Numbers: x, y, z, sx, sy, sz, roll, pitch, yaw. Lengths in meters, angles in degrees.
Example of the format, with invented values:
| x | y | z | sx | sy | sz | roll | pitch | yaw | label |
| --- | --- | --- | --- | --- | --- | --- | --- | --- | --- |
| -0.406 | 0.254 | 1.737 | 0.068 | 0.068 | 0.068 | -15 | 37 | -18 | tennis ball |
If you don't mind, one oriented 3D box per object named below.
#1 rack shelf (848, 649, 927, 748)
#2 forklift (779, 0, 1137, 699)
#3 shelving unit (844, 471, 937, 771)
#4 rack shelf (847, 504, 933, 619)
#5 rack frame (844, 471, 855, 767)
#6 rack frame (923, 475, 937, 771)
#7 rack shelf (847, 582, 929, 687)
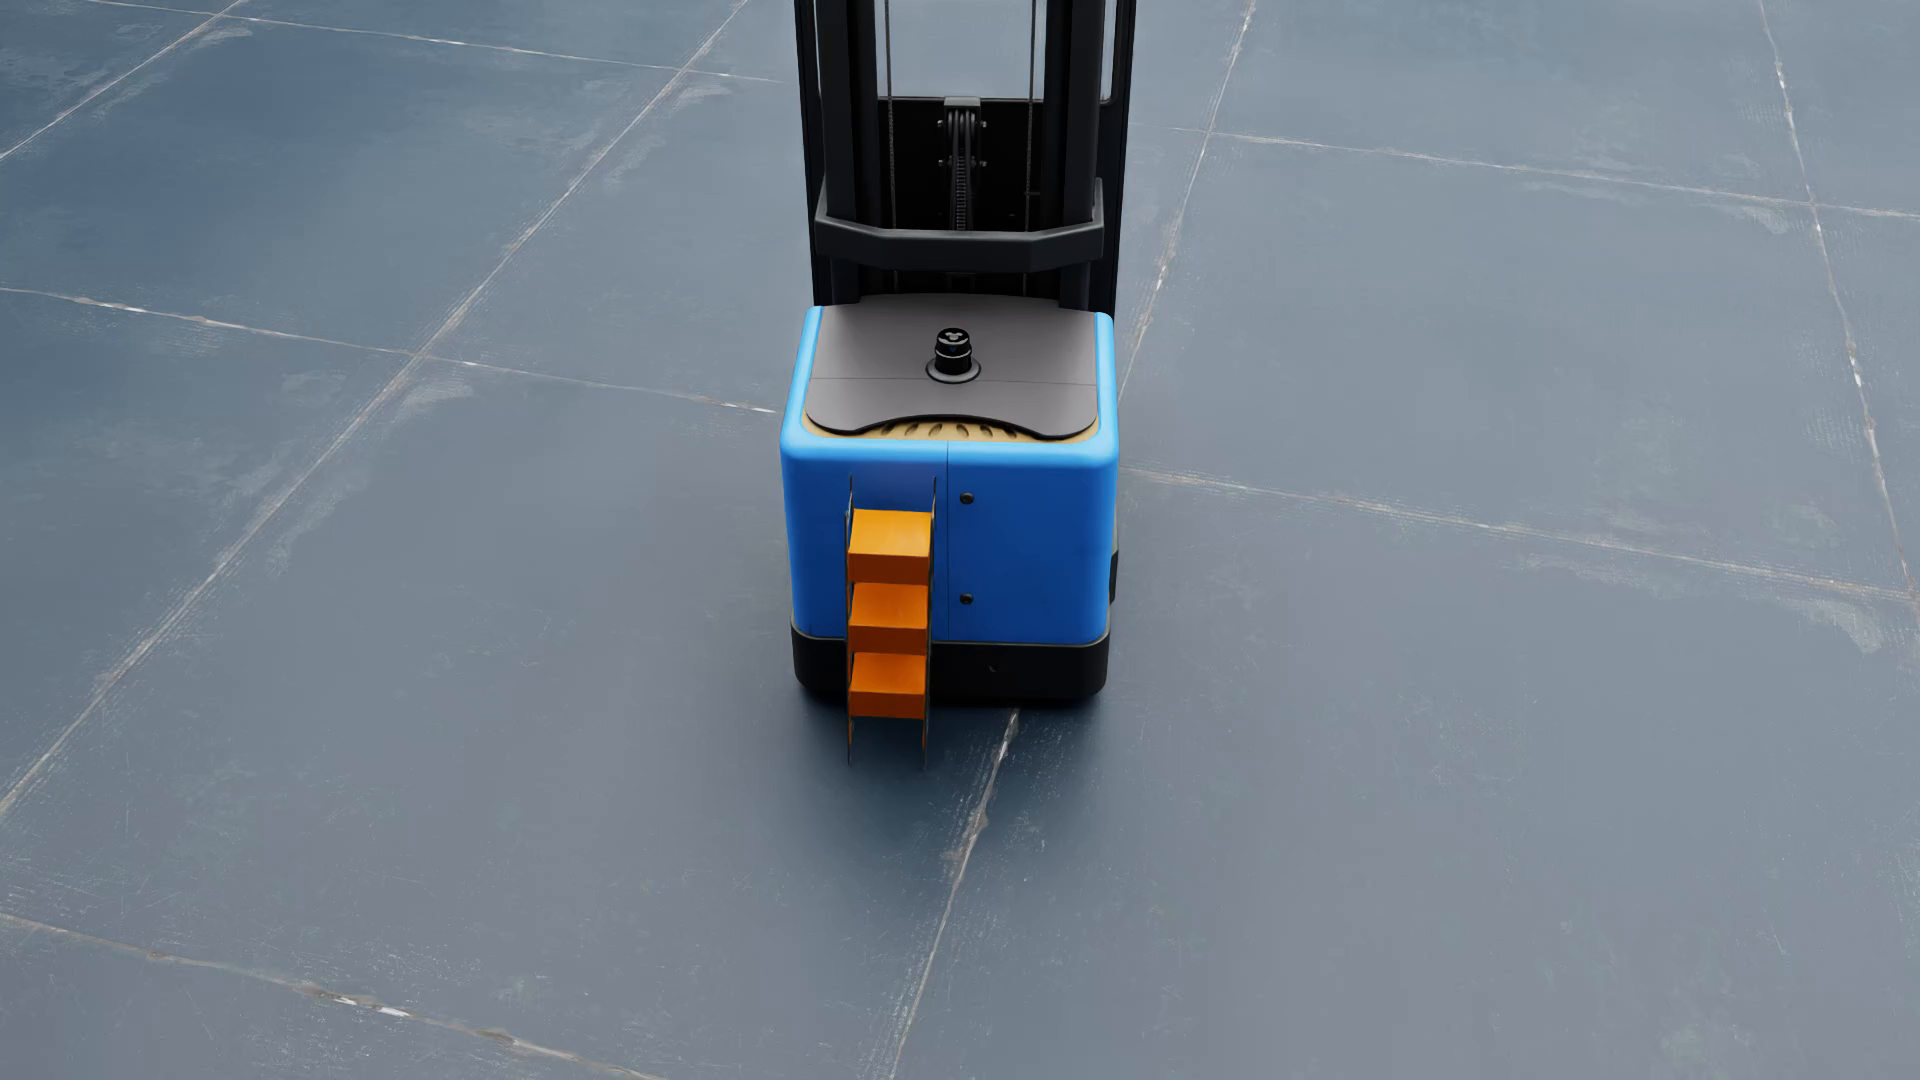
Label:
| x | y | z | sx | sy | sz | roll | pitch | yaw | label |
| --- | --- | --- | --- | --- | --- | --- | --- | --- | --- |
| -0.226 | 0.493 | 5.289 | 0.240 | 0.259 | 0.215 | 3 | 40 | 0 | rack shelf |
| 0.027 | -1.524 | 5.785 | 1.130 | 2.935 | 3.031 | 2 | 40 | 2 | forklift |
| -0.216 | 0.272 | 5.103 | 0.252 | 1.050 | 0.215 | 3 | 40 | 0 | shelving unit |
| -0.206 | 0.063 | 4.927 | 0.240 | 0.259 | 0.215 | 3 | 40 | 0 | rack shelf |
| -0.338 | 0.266 | 5.104 | 0.008 | 1.050 | 0.200 | 3 | 40 | 0 | rack frame |
| -0.094 | 0.278 | 5.103 | 0.008 | 1.050 | 0.200 | 3 | 40 | 0 | rack frame |
| -0.216 | 0.280 | 5.110 | 0.240 | 0.259 | 0.215 | 3 | 40 | 0 | rack shelf |
